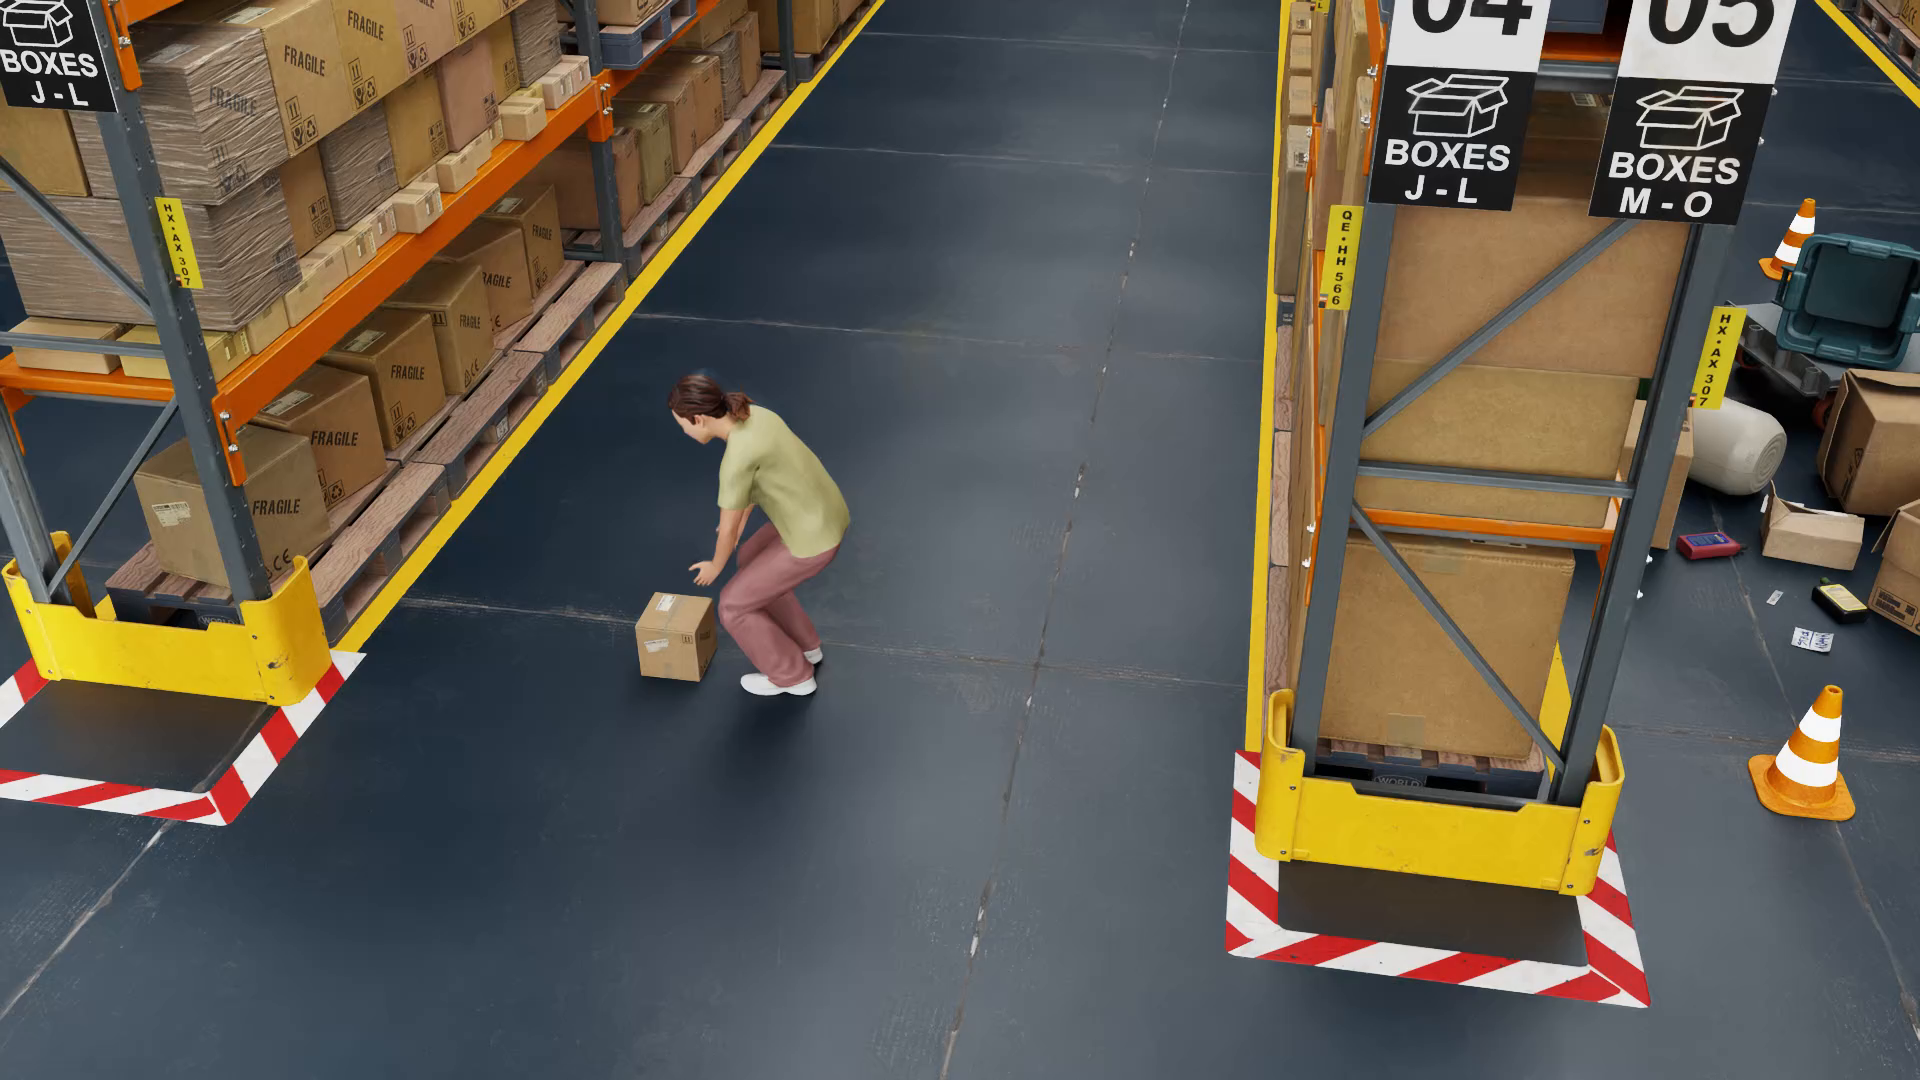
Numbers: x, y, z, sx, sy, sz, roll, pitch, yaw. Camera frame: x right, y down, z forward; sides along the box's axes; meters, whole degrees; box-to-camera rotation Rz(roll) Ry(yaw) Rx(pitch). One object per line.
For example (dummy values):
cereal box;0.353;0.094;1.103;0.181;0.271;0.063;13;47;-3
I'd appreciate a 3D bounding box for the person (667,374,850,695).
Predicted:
person;-0.764;0.056;6.498;0.651;1.200;0.510;5;33;8
